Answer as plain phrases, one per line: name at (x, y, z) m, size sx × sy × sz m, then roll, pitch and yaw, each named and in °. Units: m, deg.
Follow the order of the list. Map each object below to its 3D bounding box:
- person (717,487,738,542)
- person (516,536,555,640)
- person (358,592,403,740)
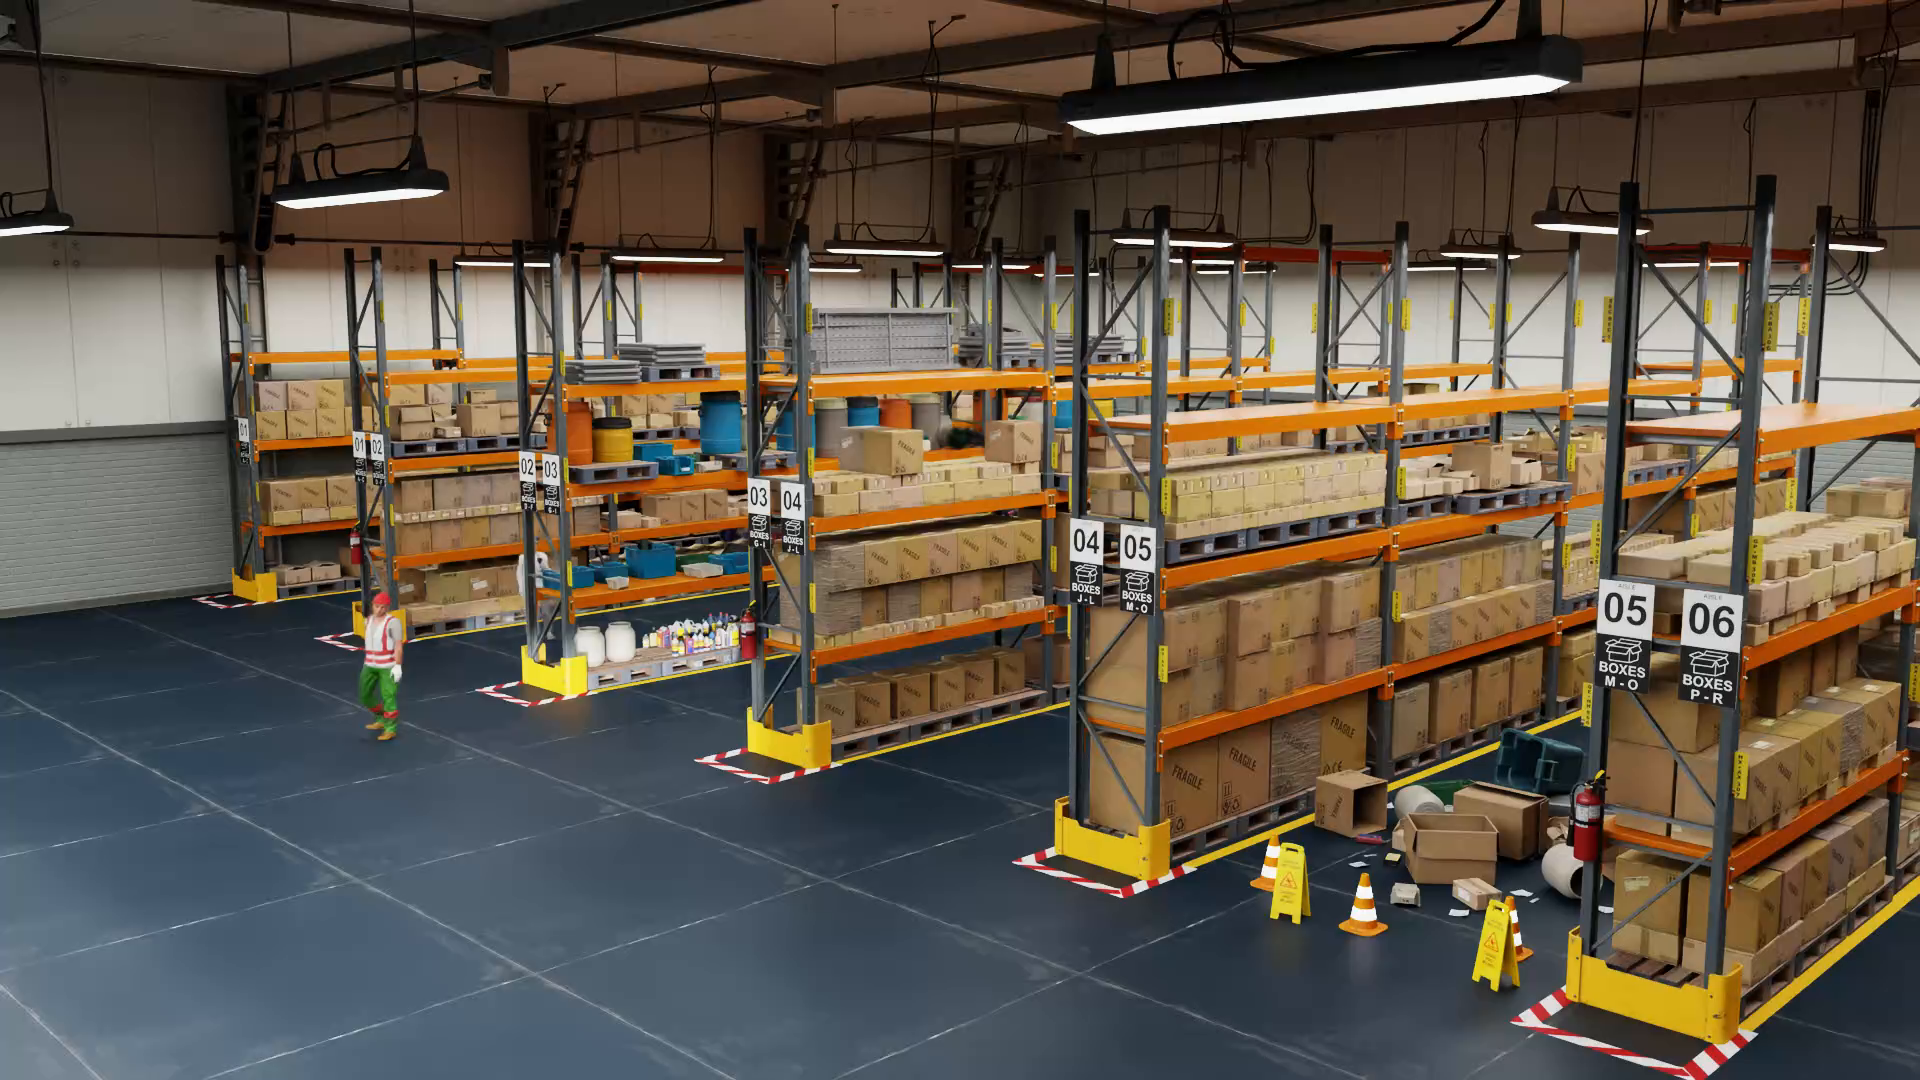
person at (-4.657, -0.291, 33.128) m, size 0.617 × 1.543 × 0.860 m, roll 5°, pitch 9°, yaw 30°
person at (-6.484, 0.735, 25.360) m, size 0.540 × 1.653 × 0.576 m, roll -2°, pitch 8°, yaw -14°
person at (-6.850, 1.485, 19.754) m, size 0.610 × 1.780 × 0.440 m, roll 2°, pitch 8°, yaw 16°
